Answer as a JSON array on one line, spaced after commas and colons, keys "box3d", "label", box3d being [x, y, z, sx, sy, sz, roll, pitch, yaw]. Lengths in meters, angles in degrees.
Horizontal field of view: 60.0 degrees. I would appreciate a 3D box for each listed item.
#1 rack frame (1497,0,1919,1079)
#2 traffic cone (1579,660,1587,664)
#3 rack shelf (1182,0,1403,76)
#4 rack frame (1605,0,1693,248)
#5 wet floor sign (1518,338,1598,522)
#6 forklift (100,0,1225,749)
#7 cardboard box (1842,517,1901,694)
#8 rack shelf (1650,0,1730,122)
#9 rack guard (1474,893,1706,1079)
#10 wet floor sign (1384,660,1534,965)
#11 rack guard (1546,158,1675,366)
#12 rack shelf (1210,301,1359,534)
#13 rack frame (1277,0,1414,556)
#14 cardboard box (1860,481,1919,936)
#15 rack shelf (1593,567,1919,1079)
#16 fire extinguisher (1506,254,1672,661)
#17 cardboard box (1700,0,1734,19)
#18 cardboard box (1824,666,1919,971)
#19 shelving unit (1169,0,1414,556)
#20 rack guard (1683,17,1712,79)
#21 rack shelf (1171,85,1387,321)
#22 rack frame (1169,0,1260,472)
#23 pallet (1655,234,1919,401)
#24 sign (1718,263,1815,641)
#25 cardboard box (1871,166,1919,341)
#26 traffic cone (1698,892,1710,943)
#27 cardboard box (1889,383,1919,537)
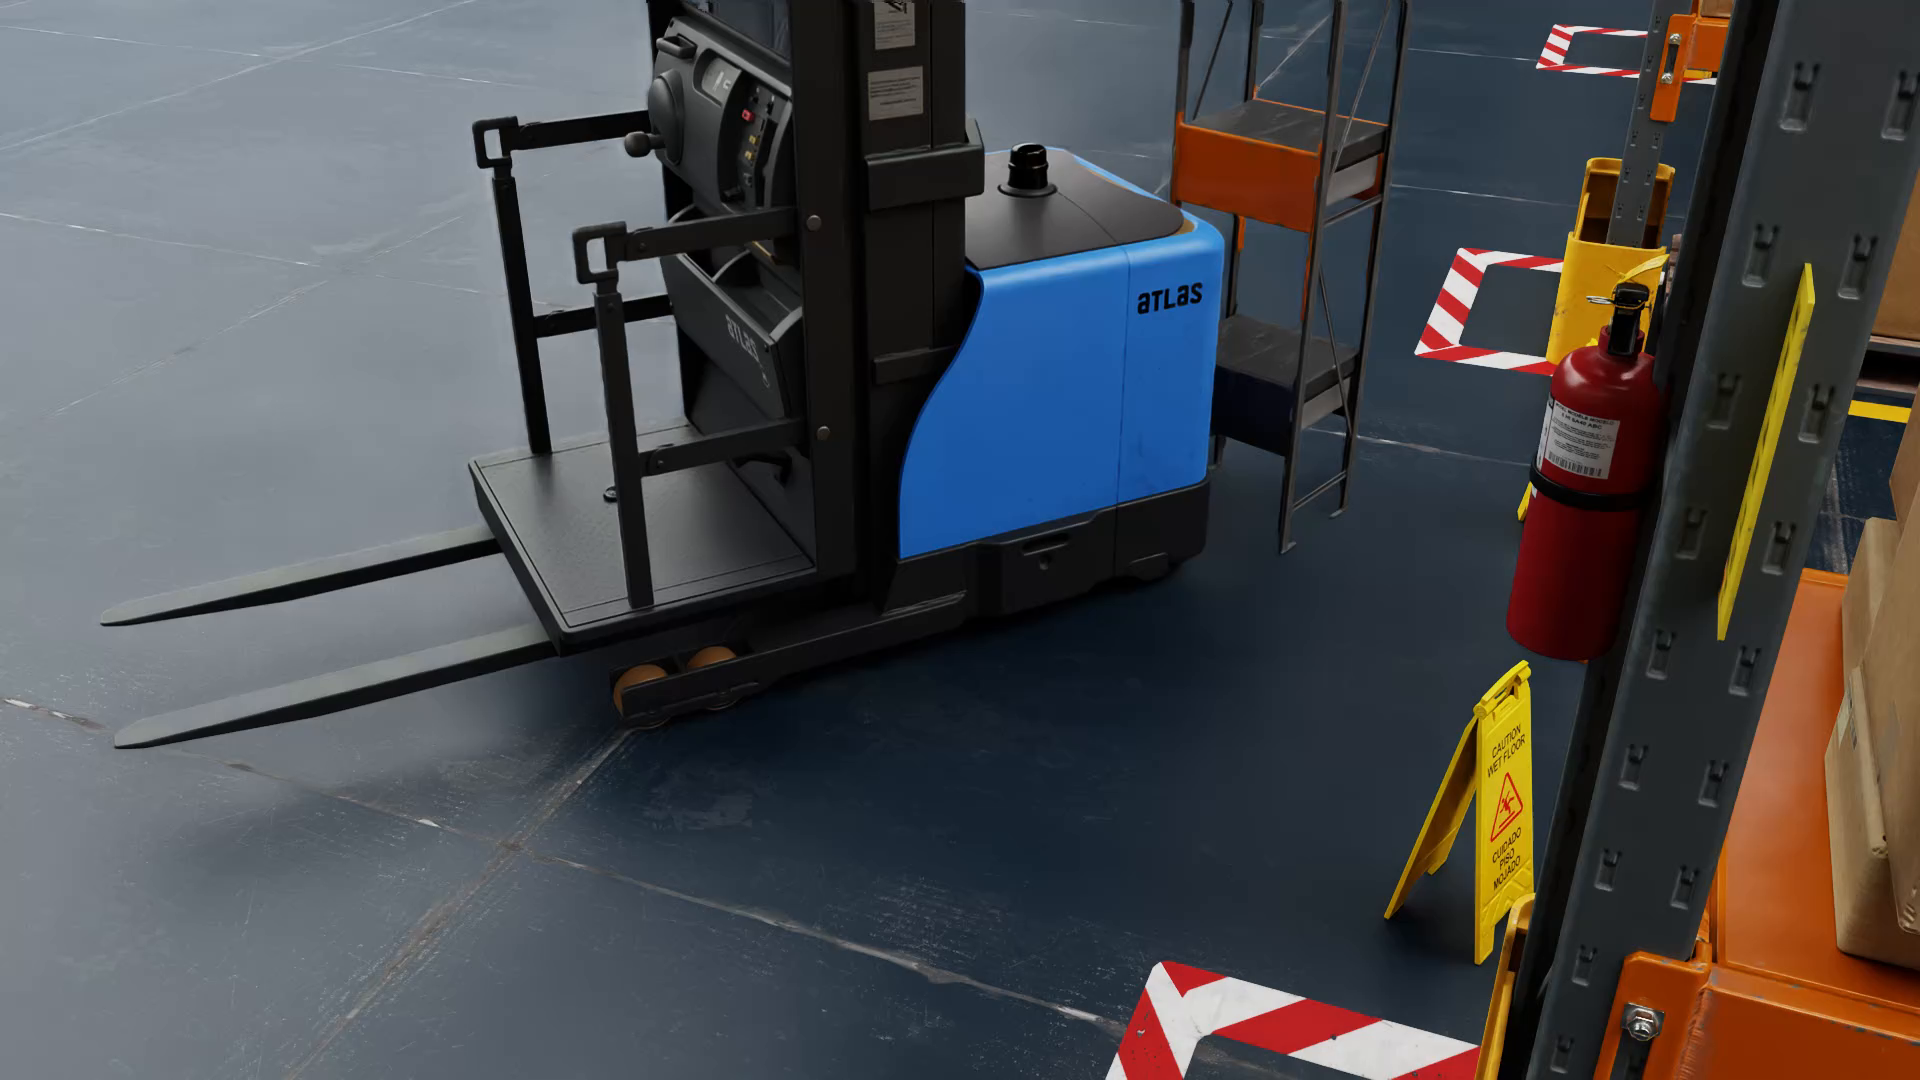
[{"box3d": [0.903, 0.059, 2.098, 0.053, 2.616, 0.949, 11, 31, 19], "label": "rack frame"}, {"box3d": [1.890, 0.084, 4.631, 0.334, 0.463, 0.336, 11, 31, 19], "label": "traffic cone"}, {"box3d": [0.943, -1.617, 4.582, 0.480, 0.518, 0.431, 24, 37, 35], "label": "rack shelf"}, {"box3d": [2.671, -2.219, 6.127, 0.127, 3.000, 1.000, 11, 31, 19], "label": "rack frame"}, {"box3d": [1.900, -0.296, 5.118, 0.232, 0.644, 0.267, 6, 30, 11], "label": "wet floor sign"}, {"box3d": [-0.799, -1.075, 4.174, 3.031, 2.935, 1.130, -14, 32, -23], "label": "forklift"}, {"box3d": [1.331, 0.138, 2.213, 0.250, 0.149, 0.380, 12, 32, 21], "label": "cardboard box"}, {"box3d": [4.525, -1.535, 5.649, 4.000, 0.370, 1.077, 11, 31, 19], "label": "rack shelf"}, {"box3d": [0.974, 1.159, 2.691, 0.348, 0.500, 1.175, 11, 31, 19], "label": "rack guard"}, {"box3d": [1.130, 0.559, 3.605, 0.232, 0.644, 0.267, 24, 37, 36], "label": "wet floor sign"}, {"box3d": [2.649, -1.135, 6.750, 0.348, 0.500, 1.175, 11, 31, 19], "label": "rack guard"}, {"box3d": [0.943, -0.398, 5.270, 0.480, 0.518, 0.431, 24, 37, 35], "label": "rack shelf"}, {"box3d": [1.125, -0.939, 4.778, 0.015, 2.100, 0.400, 24, 37, 35], "label": "rack frame"}, {"box3d": [1.239, 0.098, 1.624, 0.500, 0.500, 0.500, 11, 31, 18], "label": "cardboard box"}, {"box3d": [2.757, 0.740, 1.623, 4.000, 0.370, 1.077, 11, 31, 19], "label": "rack shelf"}, {"box3d": [0.971, -0.141, 2.529, 0.183, 0.674, 0.296, 11, 31, 19], "label": "fire extinguisher"}, {"box3d": [3.032, -2.236, 6.005, 0.550, 0.550, 0.875, 11, 31, 19], "label": "cardboard box"}, {"box3d": [1.141, 0.324, 1.884, 0.250, 0.149, 0.380, 11, 31, 19], "label": "cardboard box"}, {"box3d": [0.943, -1.019, 4.919, 0.503, 2.100, 0.431, 24, 37, 35], "label": "shelving unit"}, {"box3d": [4.700, -3.359, 10.685, 0.348, 0.500, 1.175, 11, 31, 19], "label": "rack guard"}, {"box3d": [0.943, -1.007, 4.926, 0.480, 0.518, 0.431, 24, 37, 35], "label": "rack shelf"}, {"box3d": [0.760, -1.099, 5.060, 0.015, 2.100, 0.400, 24, 37, 35], "label": "rack frame"}, {"box3d": [3.442, -0.892, 6.614, 1.213, 0.211, 1.003, 11, 31, 19], "label": "pallet"}, {"box3d": [0.700, -0.072, 1.450, 0.005, 0.325, 0.100, 11, 31, 19], "label": "sign"}, {"box3d": [3.325, -1.381, 6.378, 0.875, 0.875, 0.875, 11, 31, 19], "label": "cardboard box"}, {"box3d": [1.787, 0.653, 3.625, 0.334, 0.463, 0.336, 11, 31, 19], "label": "traffic cone"}, {"box3d": [1.510, -0.141, 2.047, 0.500, 0.500, 0.500, 11, 31, 18], "label": "cardboard box"}]
